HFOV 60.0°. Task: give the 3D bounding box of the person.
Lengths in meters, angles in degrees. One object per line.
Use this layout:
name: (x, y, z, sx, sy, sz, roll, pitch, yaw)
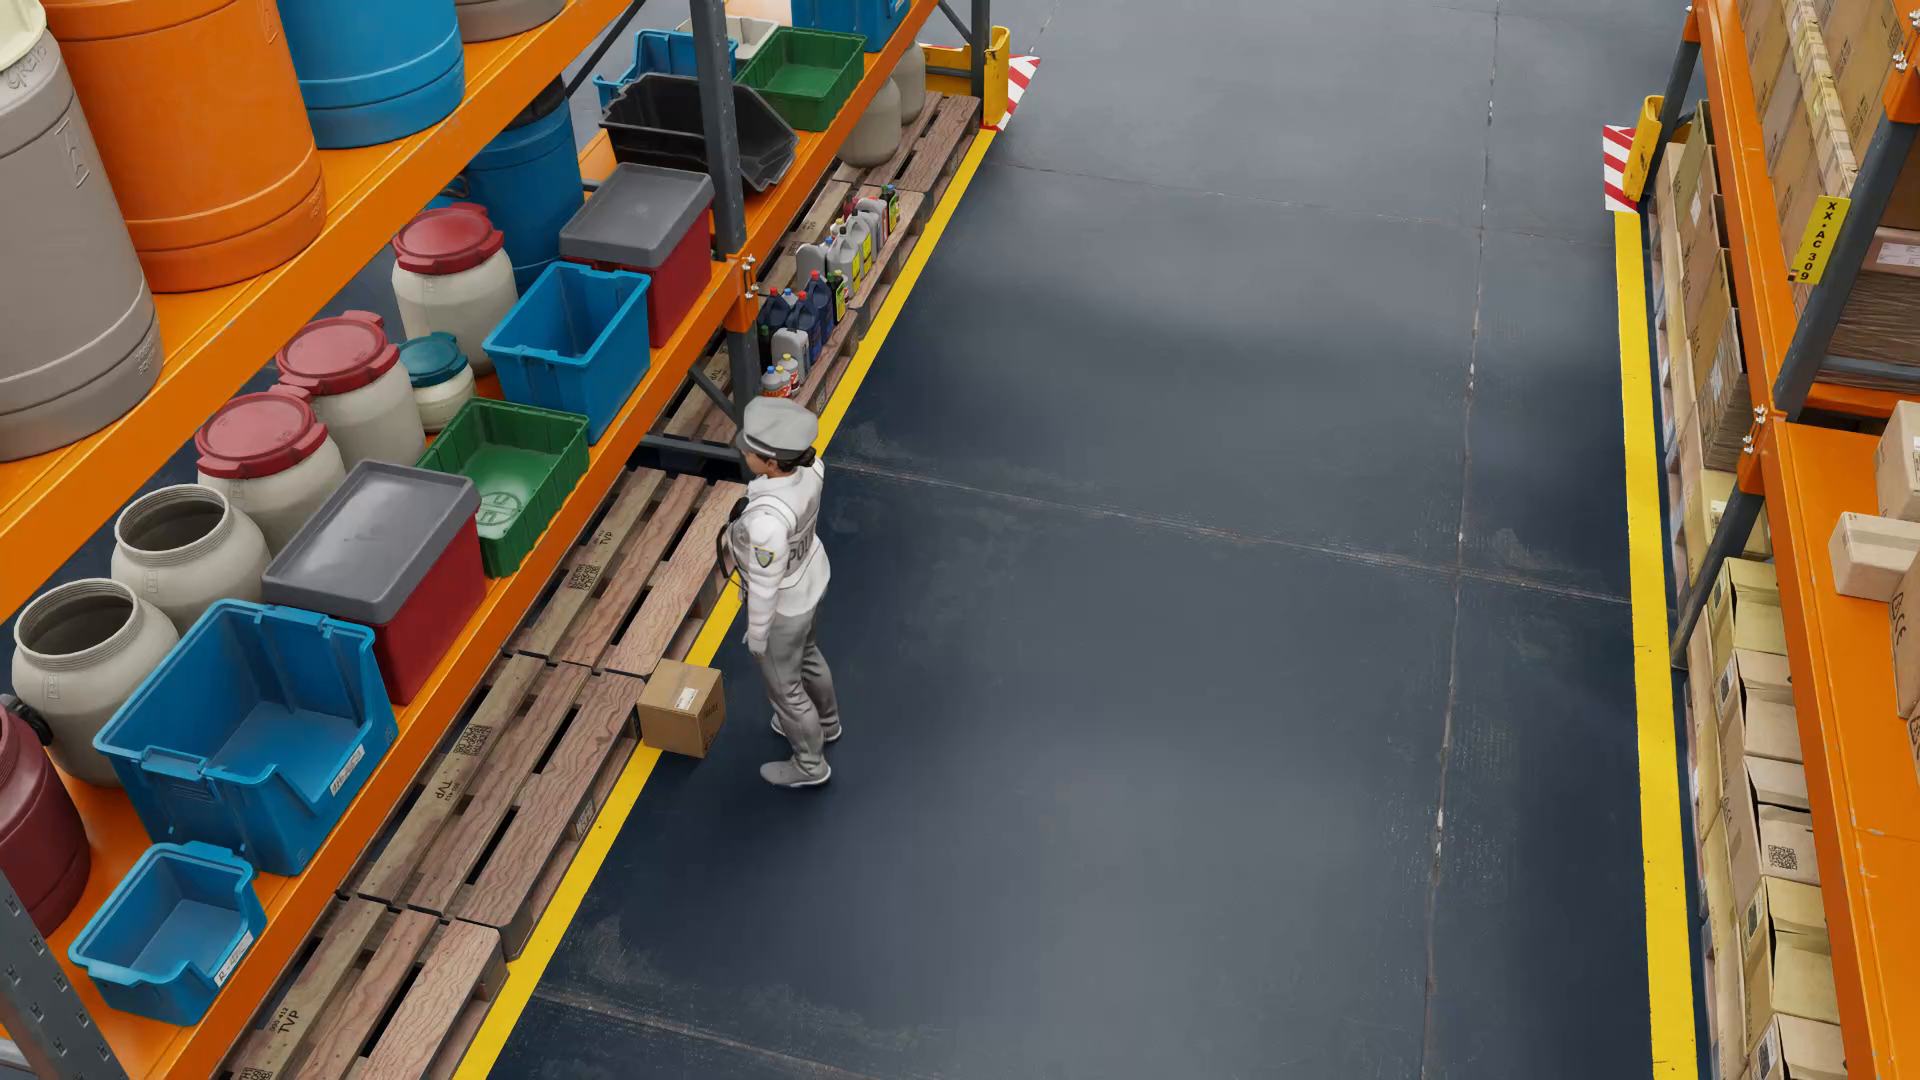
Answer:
person: (-0.629, 0.208, 5.925, 0.343, 1.701, 0.447, 11, 42, 12)
